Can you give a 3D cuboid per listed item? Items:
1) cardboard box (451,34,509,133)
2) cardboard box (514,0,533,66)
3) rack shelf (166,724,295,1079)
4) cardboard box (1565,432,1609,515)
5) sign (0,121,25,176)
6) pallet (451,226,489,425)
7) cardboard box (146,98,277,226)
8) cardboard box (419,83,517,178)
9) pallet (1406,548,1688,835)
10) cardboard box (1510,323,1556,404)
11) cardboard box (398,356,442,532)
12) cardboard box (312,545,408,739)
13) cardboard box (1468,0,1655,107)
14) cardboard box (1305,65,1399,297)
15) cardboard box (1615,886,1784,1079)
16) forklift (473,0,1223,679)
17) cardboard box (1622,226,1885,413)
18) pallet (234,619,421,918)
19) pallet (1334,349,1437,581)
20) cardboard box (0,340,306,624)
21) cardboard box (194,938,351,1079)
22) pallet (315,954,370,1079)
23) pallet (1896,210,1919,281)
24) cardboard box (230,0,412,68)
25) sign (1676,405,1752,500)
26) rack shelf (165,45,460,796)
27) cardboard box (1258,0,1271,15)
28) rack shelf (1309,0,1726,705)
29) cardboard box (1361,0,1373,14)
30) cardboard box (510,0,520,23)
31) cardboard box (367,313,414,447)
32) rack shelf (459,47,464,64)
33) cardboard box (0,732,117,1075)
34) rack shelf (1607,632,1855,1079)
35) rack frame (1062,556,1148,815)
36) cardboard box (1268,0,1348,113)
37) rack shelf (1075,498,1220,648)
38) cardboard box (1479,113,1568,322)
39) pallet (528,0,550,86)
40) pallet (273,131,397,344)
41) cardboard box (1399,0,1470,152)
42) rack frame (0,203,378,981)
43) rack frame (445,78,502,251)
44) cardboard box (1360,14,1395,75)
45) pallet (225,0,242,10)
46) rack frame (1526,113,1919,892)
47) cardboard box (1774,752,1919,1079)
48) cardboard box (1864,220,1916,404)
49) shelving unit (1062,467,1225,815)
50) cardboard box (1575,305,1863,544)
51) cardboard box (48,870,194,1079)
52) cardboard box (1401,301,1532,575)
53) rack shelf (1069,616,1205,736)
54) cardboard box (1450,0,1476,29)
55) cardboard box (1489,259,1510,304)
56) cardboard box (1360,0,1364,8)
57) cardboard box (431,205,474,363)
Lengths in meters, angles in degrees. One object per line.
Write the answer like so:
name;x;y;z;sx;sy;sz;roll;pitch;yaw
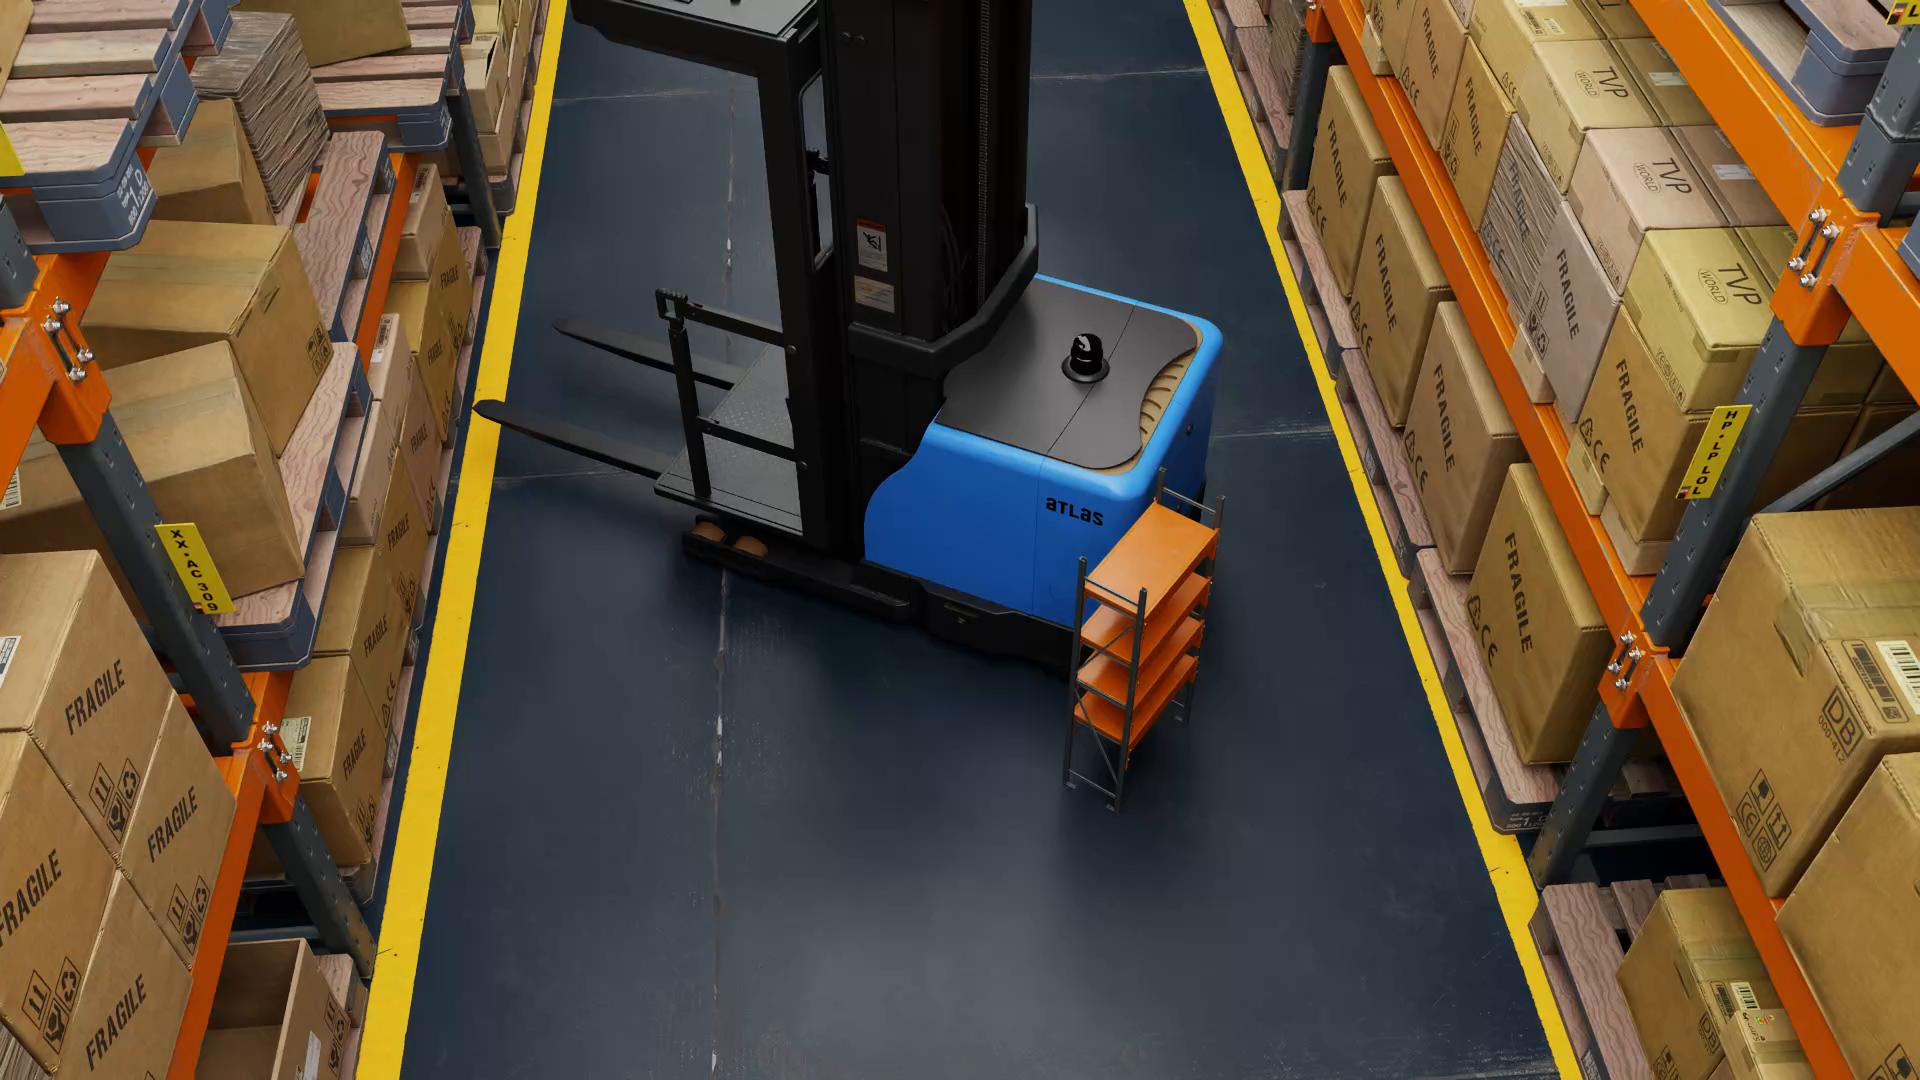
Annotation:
cardboard box;-2.537;-2.271;8.190;0.500;0.311;0.500;-2;47;-2
cardboard box;-2.629;-2.818;9.094;0.500;0.250;0.500;-5;47;-4
rack shelf;-2.283;2.106;3.322;1.077;0.370;4.000;-3;47;-3
cardboard box;2.130;-0.222;5.190;0.380;0.149;0.250;-3;47;-3
sign;-1.911;-0.837;3.191;0.100;0.325;0.005;-3;47;-3
pallet;-2.761;-0.982;7.671;1.003;0.211;1.213;-3;47;-3
cardboard box;-2.660;-1.042;5.449;0.700;0.500;0.500;-14;48;-13
cardboard box;-2.537;-2.079;8.394;0.500;0.250;0.500;-4;47;-3
pallet;2.346;0.513;6.256;1.003;0.211;1.213;-3;47;-3
cardboard box;2.073;-0.599;5.547;0.380;0.149;0.250;-3;47;-3
cardboard box;-2.380;-0.358;6.579;0.500;0.500;0.500;-5;47;-5
cardboard box;-2.304;0.369;5.889;0.500;0.500;0.500;-3;47;-3
cardboard box;2.072;-1.725;5.650;0.500;0.250;0.500;-4;47;-4
cardboard box;2.081;-1.652;7.576;0.750;0.750;0.750;-4;47;-4
cardboard box;2.446;1.370;4.956;0.700;0.500;0.500;-3;47;-3
forklift;-0.570;-1.192;5.997;3.031;2.935;1.130;18;49;16
cardboard box;2.191;-0.616;4.600;0.500;0.250;0.500;-2;47;-2
pallet;-2.556;0.784;5.999;1.003;0.211;1.213;-3;47;-3
pallet;2.240;-0.372;7.094;1.003;0.211;1.213;-3;47;-3
cardboard box;-2.267;-0.124;4.580;0.700;0.500;0.500;-18;49;-16
cardboard box;-2.120;1.514;4.805;0.500;0.500;0.500;-3;47;-3
pallet;-2.394;1.867;4.973;1.003;0.211;1.213;-3;47;-3
pallet;2.543;-0.301;3.101;1.003;0.211;1.213;-3;47;-3
cardboard box;-2.620;-2.213;6.558;0.700;0.500;0.500;-18;49;-16
sign;1.945;-0.224;4.289;0.100;0.325;0.005;-3;47;-3
rack shelf;-2.618;-0.788;6.063;1.077;0.370;4.000;-3;47;-3
cardboard box;2.041;-3.334;9.396;0.700;0.500;0.500;-4;47;-4
rack shelf;2.318;-1.092;6.350;1.077;0.370;4.000;-3;47;-3
cardboard box;1.936;-2.563;6.961;0.500;0.500;0.500;-2;47;-2
cardboard box;-2.630;-3.020;8.899;0.500;0.311;0.500;-5;47;-4
cardboard box;-2.375;-0.590;6.281;0.500;0.250;0.500;-4;47;-4
rack shelf;-2.953;-3.683;8.804;1.077;0.370;4.000;-3;47;-3
cardboard box;-2.105;0.754;3.349;0.500;0.500;0.500;-4;47;-4
rack shelf;2.653;1.802;3.610;1.077;0.370;4.000;-3;47;-3
rack frame;0.473;0.517;5.570;0.240;1.200;0.015;27;52;23
cardboard box;2.038;-2.596;8.698;0.700;0.500;0.500;-3;47;-3
rack shelf;0.614;0.102;5.422;0.258;0.148;0.480;27;52;23
cardboard box;2.109;-1.087;5.563;0.500;0.500;0.500;-3;47;-3
pallet;-2.915;-3.003;9.585;1.003;0.211;1.213;-3;47;-3
pallet;-2.618;-1.010;5.909;1.003;0.211;1.213;-3;47;-3
cardboard box;2.011;-1.825;6.261;0.500;0.500;0.500;-4;47;-3
rack frame;-2.451;0.411;4.431;1.000;3.000;0.127;-3;47;-3
rack frame;-2.786;-2.483;7.172;1.000;3.000;0.127;-3;47;-3
cardboard box;1.898;-2.075;6.945;0.380;0.149;0.250;-2;47;-2
pallet;-2.525;-1.782;4.572;1.213;0.211;1.003;-3;47;-3
rack frame;2.485;0.107;4.719;1.000;3.000;0.127;-3;47;-3
cardboard box;2.570;0.926;3.737;0.980;0.700;0.700;-5;47;-4
cardboard box;2.706;-0.643;4.625;0.500;0.250;0.500;-2;47;-2
shelving unit;0.614;0.372;5.707;0.258;1.200;0.503;27;52;23
cardboard box;2.195;-0.355;4.869;0.500;0.500;0.500;-4;47;-4
cardboard box;-2.109;1.096;3.714;0.500;0.500;0.500;-2;47;-2
cardboard box;2.224;-0.403;6.394;0.750;0.750;0.750;-2;47;-2
rack shelf;0.614;0.419;5.756;0.258;0.148;0.480;27;52;23
cardboard box;2.023;-2.094;5.999;0.500;0.250;0.500;-3;47;-3
cardboard box;2.112;-0.962;5.891;0.380;0.149;0.250;-5;47;-4
cardboard box;1.947;-2.455;7.305;0.380;0.149;0.250;-4;47;-4
cardboard box;-2.473;-1.112;7.293;0.500;0.500;0.500;-2;47;-2
